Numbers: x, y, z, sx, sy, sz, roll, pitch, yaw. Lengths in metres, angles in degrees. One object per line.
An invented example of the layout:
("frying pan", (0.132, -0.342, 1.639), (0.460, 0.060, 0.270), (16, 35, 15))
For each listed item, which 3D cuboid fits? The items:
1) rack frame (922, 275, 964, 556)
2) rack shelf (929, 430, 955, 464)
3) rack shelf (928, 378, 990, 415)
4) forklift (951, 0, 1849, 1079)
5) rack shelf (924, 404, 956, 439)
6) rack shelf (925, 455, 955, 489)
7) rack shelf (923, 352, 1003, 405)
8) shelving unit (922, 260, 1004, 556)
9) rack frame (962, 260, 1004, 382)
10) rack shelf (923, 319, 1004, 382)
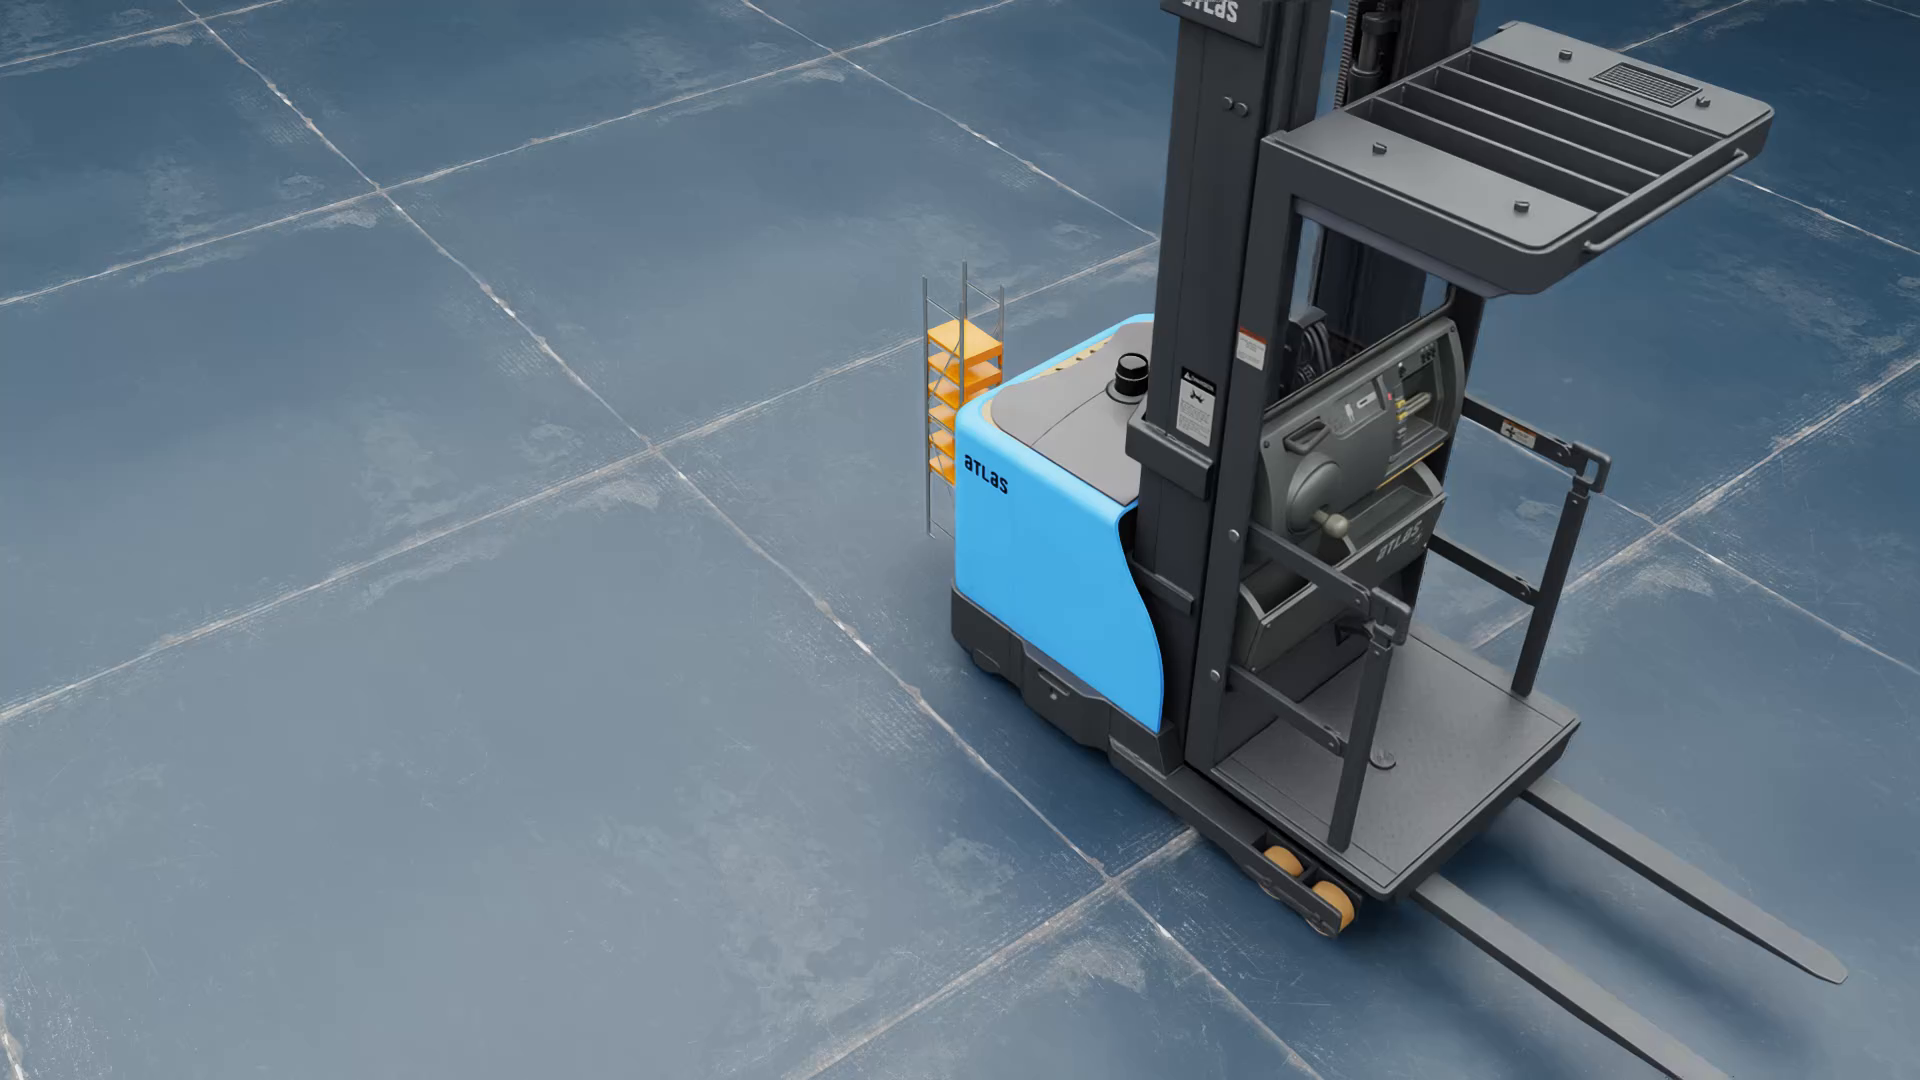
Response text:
("rack frame", (-0.061, -0.434, 6.333), (0.006, 1.200, 0.240), (-26, 46, -28))
("rack shelf", (0.011, -0.342, 6.481), (0.180, 0.103, 0.258), (-26, 46, -28))
("rack shelf", (0.011, -0.528, 6.328), (0.180, 0.103, 0.258), (-26, 46, -28))
("forklift", (1.332, -0.261, 4.757), (1.130, 2.935, 3.031), (-30, 48, -31))
("rack shelf", (0.011, -0.435, 6.404), (0.180, 0.103, 0.258), (-26, 46, -28))
("rack shelf", (0.011, -0.250, 6.557), (0.180, 0.103, 0.258), (-26, 46, -28))
("rack shelf", (0.011, -0.621, 6.252), (0.180, 0.103, 0.258), (-26, 46, -28))
("shelving unit", (0.011, -0.469, 6.376), (0.189, 1.200, 0.258), (-26, 46, -28))
("rack frame", (0.084, -0.505, 6.419), (0.006, 1.200, 0.240), (-26, 46, -28))
("rack shelf", (0.011, -0.713, 6.176), (0.180, 0.103, 0.258), (-26, 46, -28))
